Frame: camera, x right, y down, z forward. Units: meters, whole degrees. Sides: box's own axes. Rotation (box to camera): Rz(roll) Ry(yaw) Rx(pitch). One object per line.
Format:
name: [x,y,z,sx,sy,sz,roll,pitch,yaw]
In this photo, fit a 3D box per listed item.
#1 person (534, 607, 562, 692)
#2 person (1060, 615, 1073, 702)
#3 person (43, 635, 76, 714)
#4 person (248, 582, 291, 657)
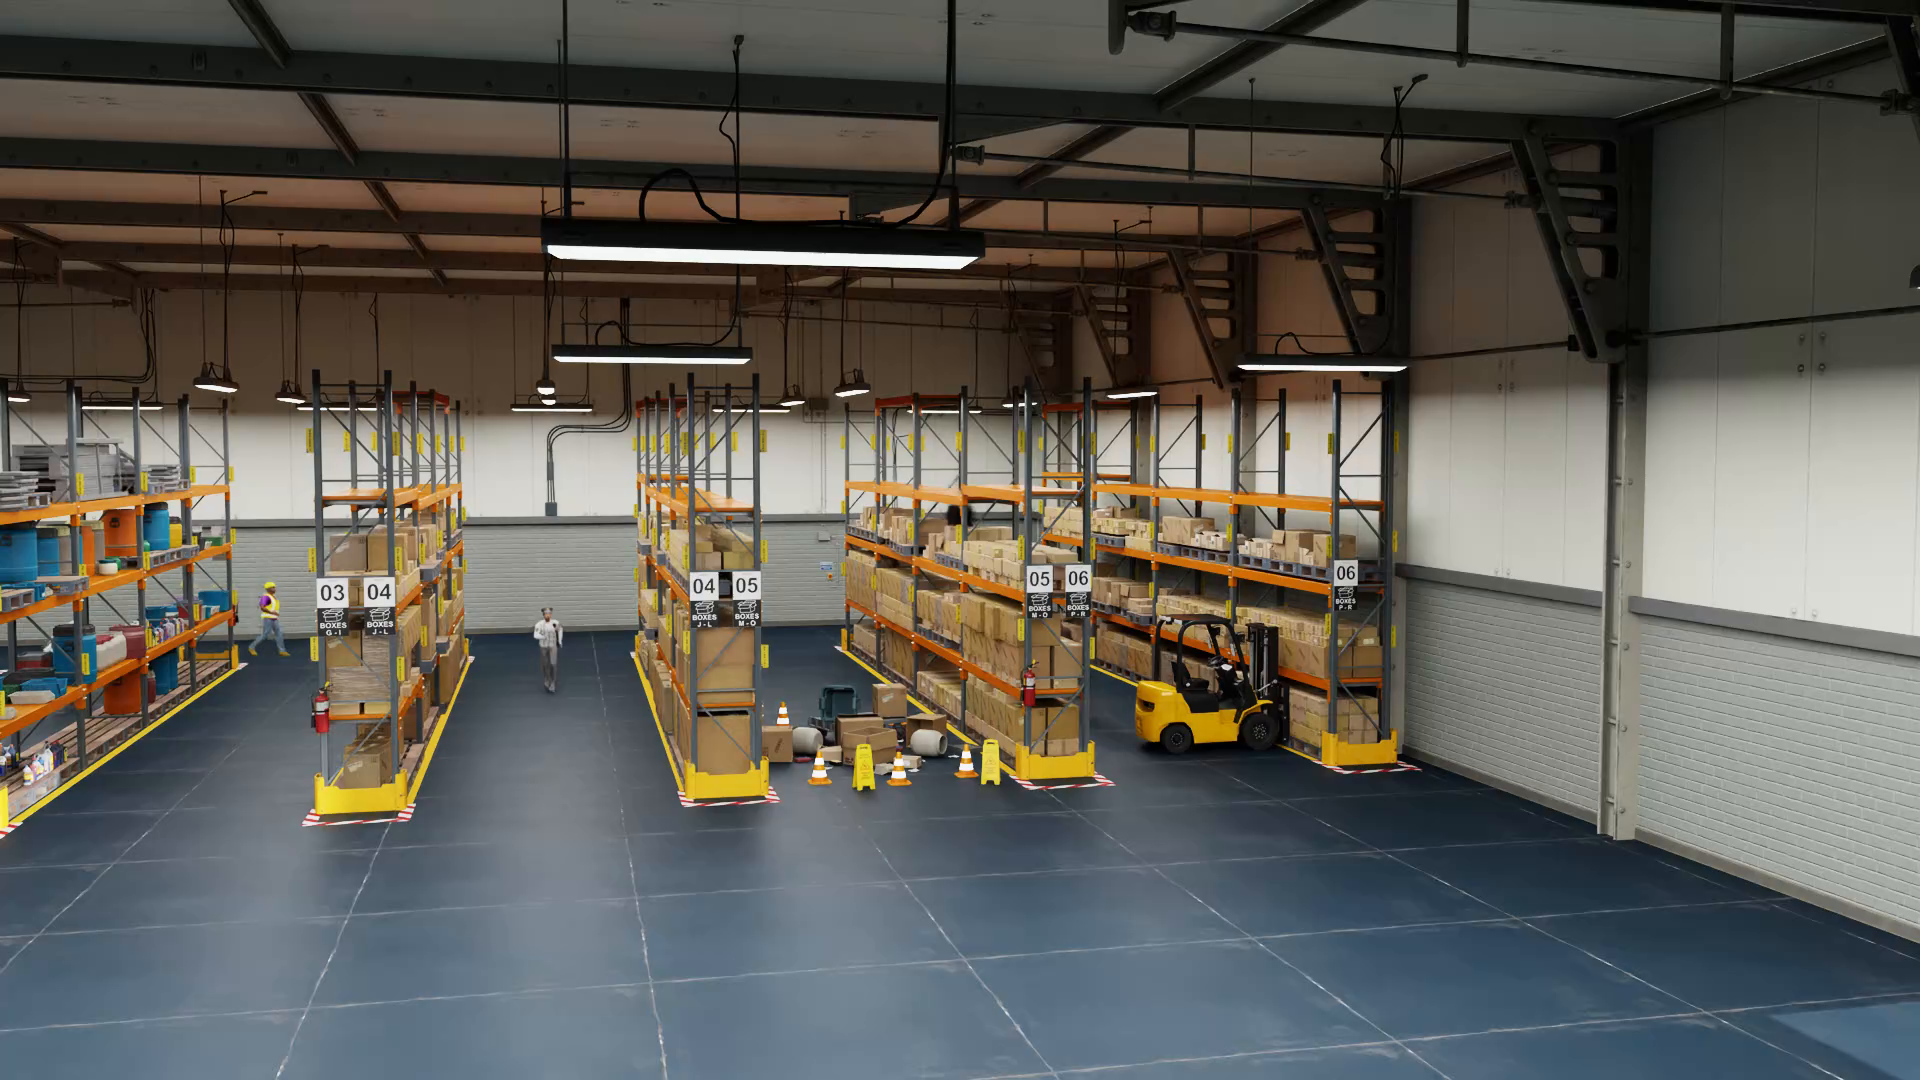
person: [-8.361,2.212,33.780,0.559,1.738,0.812,-1,3,-13]
person: [1.840,2.263,31.706,0.693,1.749,1.063,-1,3,-18]
person: [-16.680,2.465,30.896,0.642,1.515,0.912,-2,4,-31]
person: [-16.153,1.860,39.001,0.985,1.759,0.750,0,3,0]
